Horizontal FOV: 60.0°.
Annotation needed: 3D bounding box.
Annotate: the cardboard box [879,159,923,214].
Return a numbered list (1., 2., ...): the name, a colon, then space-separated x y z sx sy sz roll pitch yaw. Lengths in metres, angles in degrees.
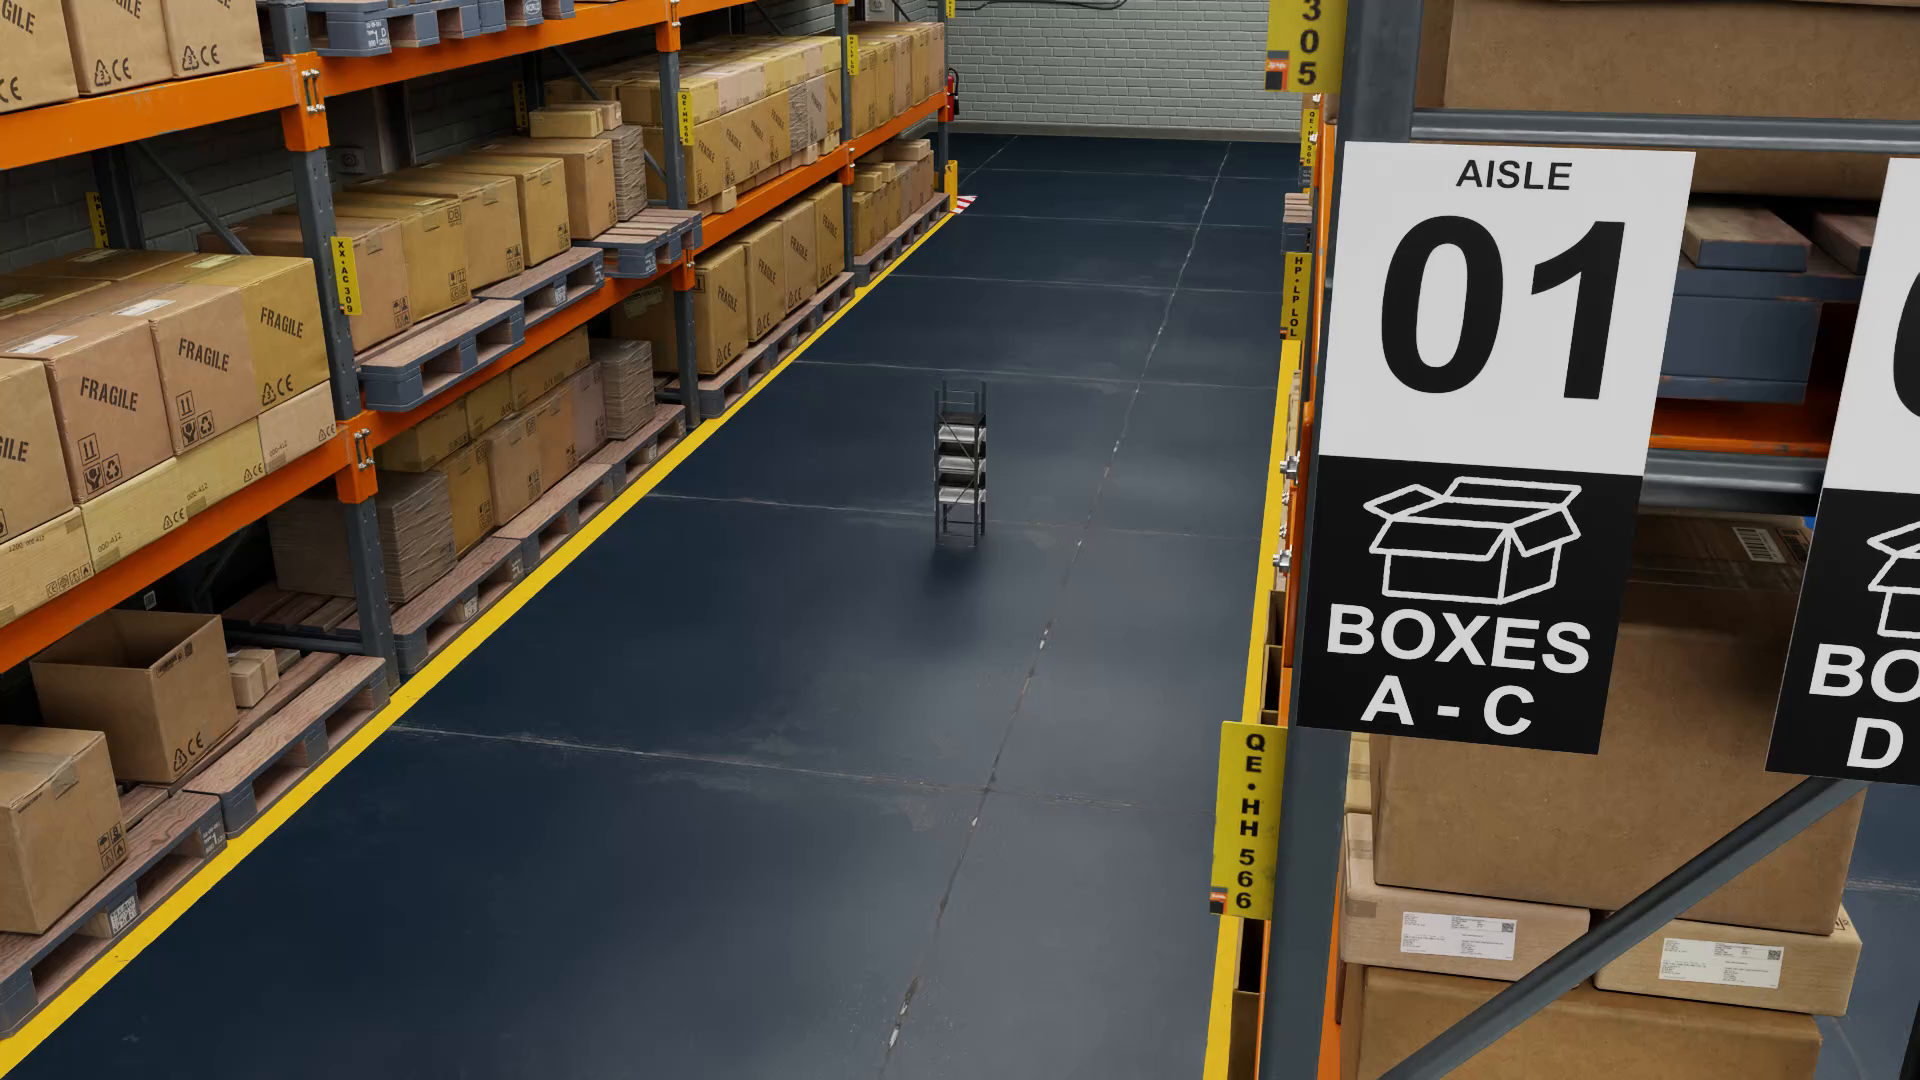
1. cardboard box: -0.779 -3.708 17.328 0.700 0.500 0.500 4 22 11

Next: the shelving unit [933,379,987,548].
1. shelving unit: 0.002 -0.420 9.193 0.258 0.900 0.210 4 22 11

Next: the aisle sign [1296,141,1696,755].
1. aisle sign: 0.653 -0.095 2.096 0.394 0.787 0.004 4 22 11

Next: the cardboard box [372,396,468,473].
1. cardboard box: -2.860 -0.555 8.469 0.500 0.250 0.500 4 22 10

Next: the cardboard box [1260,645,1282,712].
1. cardboard box: 1.275 0.708 5.695 0.500 0.500 0.500 4 22 11

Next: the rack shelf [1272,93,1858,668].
1. rack shelf: 1.362 -0.680 3.976 1.077 0.370 4.000 4 22 11

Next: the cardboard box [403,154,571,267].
1. cardboard box: -2.583 -1.814 9.119 0.700 0.500 0.500 4 22 11

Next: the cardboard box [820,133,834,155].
1. cardboard box: -1.268 -3.310 13.866 0.380 0.149 0.250 5 22 12

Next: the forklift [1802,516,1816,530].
1. forklift: 5.420 -1.417 8.948 3.031 2.935 1.130 -18 28 -38

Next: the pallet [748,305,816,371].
1. pallet: -1.778 -1.627 13.111 1.003 0.211 1.213 4 22 11

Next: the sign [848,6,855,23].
1. sign: -1.174 -5.602 17.983 0.100 0.325 0.005 4 22 11

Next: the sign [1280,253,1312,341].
1. sign: 1.237 -0.892 6.110 0.100 0.325 0.005 4 22 11

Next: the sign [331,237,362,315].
1. sign: -2.547 -1.093 6.894 0.100 0.325 0.005 4 22 11

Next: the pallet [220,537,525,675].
1. pallet: -2.923 0.278 8.380 1.003 0.211 1.213 4 22 11

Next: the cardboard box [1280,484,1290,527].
1. cardboard box: 1.776 -0.077 7.897 0.500 0.311 0.500 4 22 11

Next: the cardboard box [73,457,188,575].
1. cardboard box: -3.077 -0.107 5.778 0.500 0.250 0.500 4 22 11

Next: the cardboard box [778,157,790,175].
1. cardboard box: -1.542 -2.942 12.954 0.380 0.149 0.250 4 22 9

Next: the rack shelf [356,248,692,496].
1. rack shelf: -2.672 -1.128 9.102 1.077 0.370 4.000 4 22 11

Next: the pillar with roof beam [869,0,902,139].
1. pillar with roof beam: 3.287 -8.627 18.729 9.100 9.000 0.400 4 22 11

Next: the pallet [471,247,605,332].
1. pallet: -2.628 -1.377 9.015 1.003 0.211 1.213 4 22 11

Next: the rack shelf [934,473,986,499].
1. rack shelf: 0.002 -0.306 9.239 0.258 0.077 0.200 4 22 11

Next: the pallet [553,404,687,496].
1. pallet: -2.425 -0.614 10.596 1.003 0.211 1.213 4 22 11

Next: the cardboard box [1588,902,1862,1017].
1. cardboard box: 1.245 0.634 2.761 0.380 0.149 0.250 4 22 11

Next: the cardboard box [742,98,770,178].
1. cardboard box: -1.696 -2.917 12.023 0.500 0.500 0.500 4 22 11

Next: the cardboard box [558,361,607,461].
1. cardboard box: -2.579 -0.791 10.060 0.700 0.500 0.500 4 22 11

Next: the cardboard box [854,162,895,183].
1. cardboard box: -0.840 -3.560 16.094 0.380 0.149 0.250 4 22 9

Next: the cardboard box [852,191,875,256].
1. cardboard box: -1.195 -2.957 15.465 0.700 0.500 0.500 5 22 12

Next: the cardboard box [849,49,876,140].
1. cardboard box: -1.321 -3.992 14.850 0.980 0.700 0.700 5 22 12

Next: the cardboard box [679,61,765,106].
1. cardboard box: -1.712 -3.261 11.873 0.500 0.250 0.500 5 22 11

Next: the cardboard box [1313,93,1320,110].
1. cardboard box: 3.009 -3.109 12.361 0.700 0.500 0.500 8 23 19

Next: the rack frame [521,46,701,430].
1. rack frame: -2.264 -2.193 10.784 1.000 3.000 0.127 4 22 11

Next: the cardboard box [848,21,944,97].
1. cardboard box: -0.726 -5.071 17.528 0.980 0.700 0.700 5 23 13

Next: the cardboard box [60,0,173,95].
1. cardboard box: -3.057 -1.790 5.607 0.500 0.500 0.500 3 22 6

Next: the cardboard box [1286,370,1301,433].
1. cardboard box: 2.192 -0.827 9.760 0.500 0.311 0.500 5 23 13

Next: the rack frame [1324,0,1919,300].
1. rack frame: 0.954 -1.674 1.465 1.000 3.000 0.127 4 22 11

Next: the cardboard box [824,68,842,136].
1. cardboard box: -1.295 -3.662 13.872 0.500 0.500 0.500 4 22 10

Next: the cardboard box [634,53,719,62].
1. cardboard box: -2.105 -3.483 12.424 0.500 0.250 0.500 4 22 10

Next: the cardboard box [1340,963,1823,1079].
1. cardboard box: 1.062 0.893 2.988 0.700 0.500 0.500 4 22 11

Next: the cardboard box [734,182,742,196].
1. cardboard box: -1.798 -2.568 12.024 0.380 0.149 0.250 5 22 12

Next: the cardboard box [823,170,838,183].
1. cardboard box: -1.260 -3.509 15.968 0.380 0.149 0.250 4 22 9

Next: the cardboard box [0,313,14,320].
1. cardboard box: -3.597 -0.491 5.728 0.500 0.500 0.500 5 22 12

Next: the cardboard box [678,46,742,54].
1. cardboard box: -1.994 -3.674 12.898 0.500 0.250 0.500 4 22 9

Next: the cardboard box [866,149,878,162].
1. cardboard box: -1.052 -3.883 16.895 0.380 0.149 0.250 5 22 12

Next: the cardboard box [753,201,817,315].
1. cardboard box: -1.632 -2.281 13.317 0.750 0.750 0.750 5 23 13

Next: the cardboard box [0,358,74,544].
1. cardboard box: -3.189 -0.265 5.166 0.500 0.500 0.500 5 23 13

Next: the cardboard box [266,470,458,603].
1. cardboard box: -2.946 -0.045 8.208 0.700 0.500 0.500 5 23 13

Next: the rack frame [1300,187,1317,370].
1. rack frame: 2.586 -1.817 9.850 1.000 3.000 0.127 4 22 11

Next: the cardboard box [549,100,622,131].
1. cardboard box: -2.305 -2.616 10.243 0.380 0.149 0.250 2 22 4

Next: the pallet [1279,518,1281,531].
1. pallet: 2.129 0.219 8.526 1.003 0.211 1.213 4 22 11

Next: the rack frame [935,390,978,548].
1. rack frame: -0.019 -0.383 9.101 0.240 0.900 0.006 4 22 11

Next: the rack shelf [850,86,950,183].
1. rack shelf: -1.040 -4.054 16.367 1.077 0.370 4.000 4 22 11
